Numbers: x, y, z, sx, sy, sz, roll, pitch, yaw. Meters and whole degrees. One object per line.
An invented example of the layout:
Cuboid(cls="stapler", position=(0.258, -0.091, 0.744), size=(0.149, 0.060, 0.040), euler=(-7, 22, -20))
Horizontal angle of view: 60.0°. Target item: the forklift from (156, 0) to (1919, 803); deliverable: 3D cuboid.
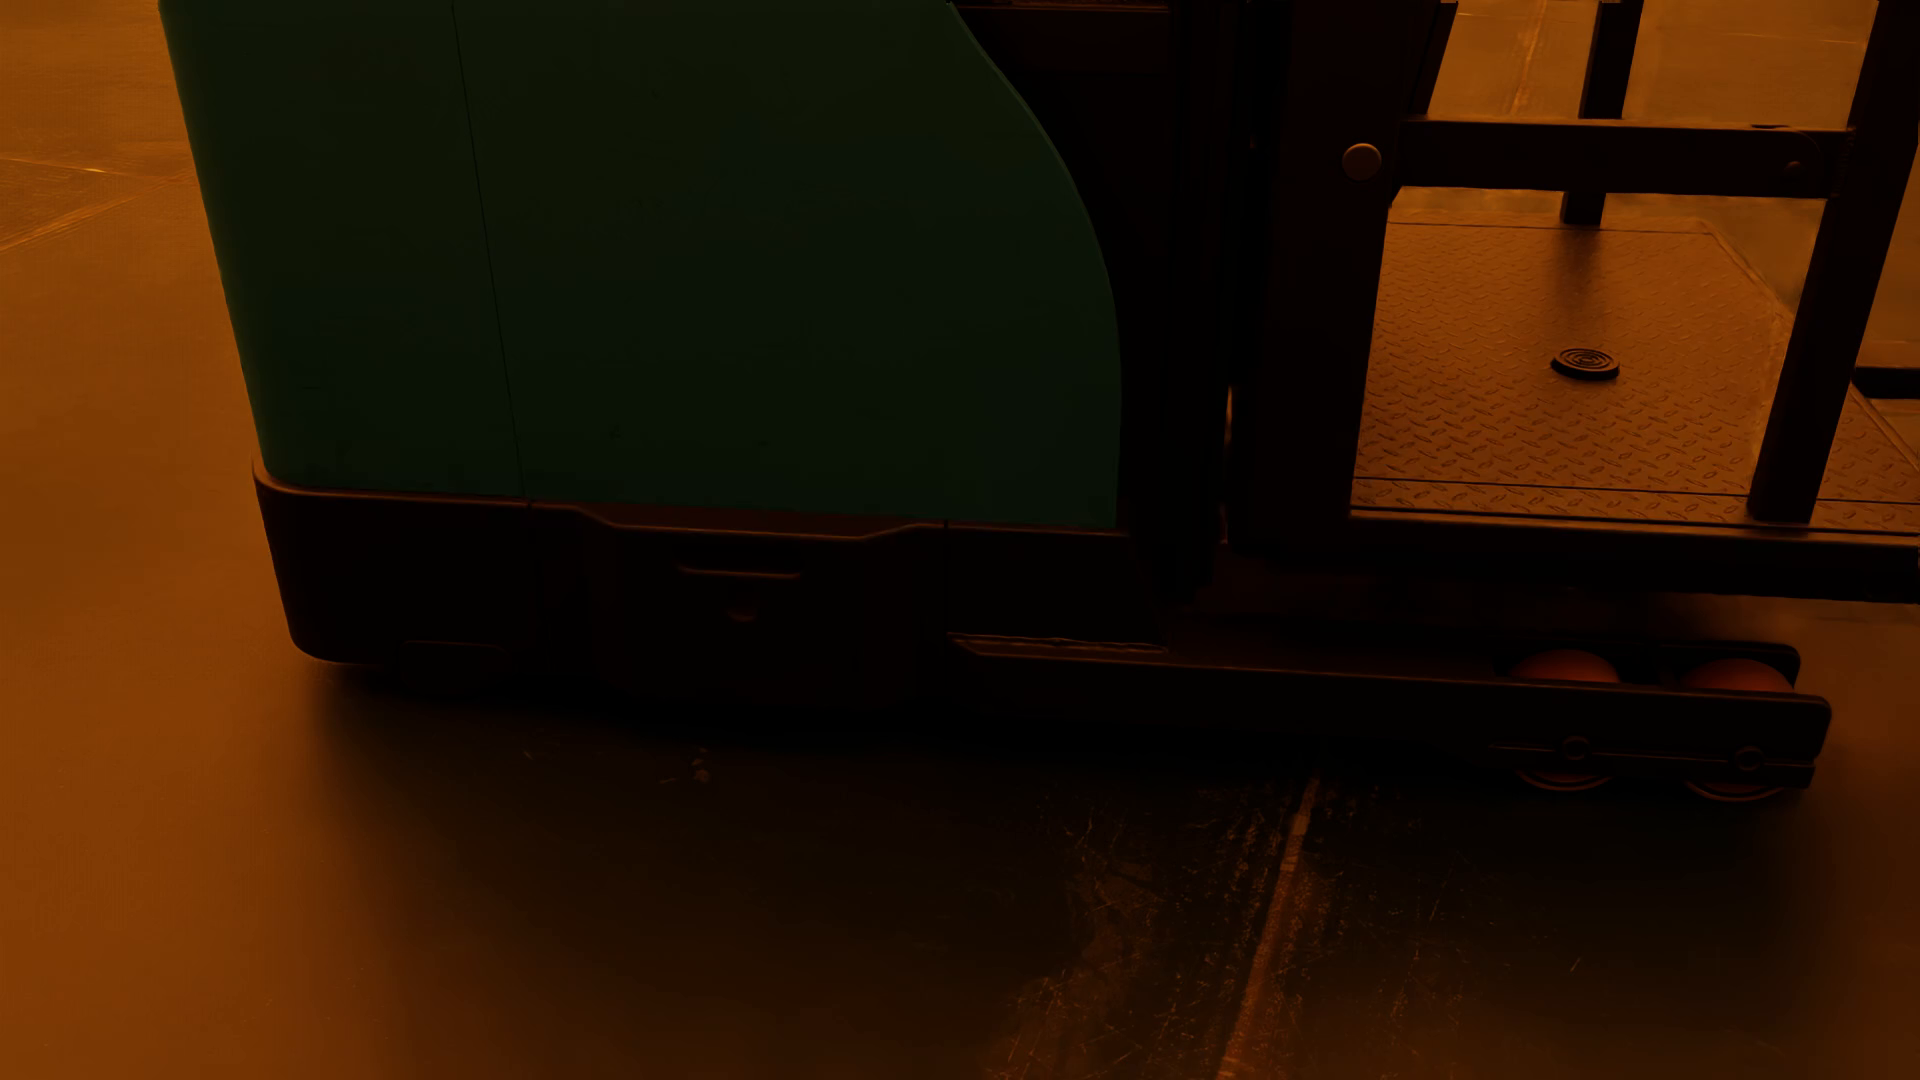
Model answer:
Cuboid(cls="forklift", position=(0.680, -1.244, 1.722), size=(3.031, 2.935, 1.130), euler=(3, 30, 5))
